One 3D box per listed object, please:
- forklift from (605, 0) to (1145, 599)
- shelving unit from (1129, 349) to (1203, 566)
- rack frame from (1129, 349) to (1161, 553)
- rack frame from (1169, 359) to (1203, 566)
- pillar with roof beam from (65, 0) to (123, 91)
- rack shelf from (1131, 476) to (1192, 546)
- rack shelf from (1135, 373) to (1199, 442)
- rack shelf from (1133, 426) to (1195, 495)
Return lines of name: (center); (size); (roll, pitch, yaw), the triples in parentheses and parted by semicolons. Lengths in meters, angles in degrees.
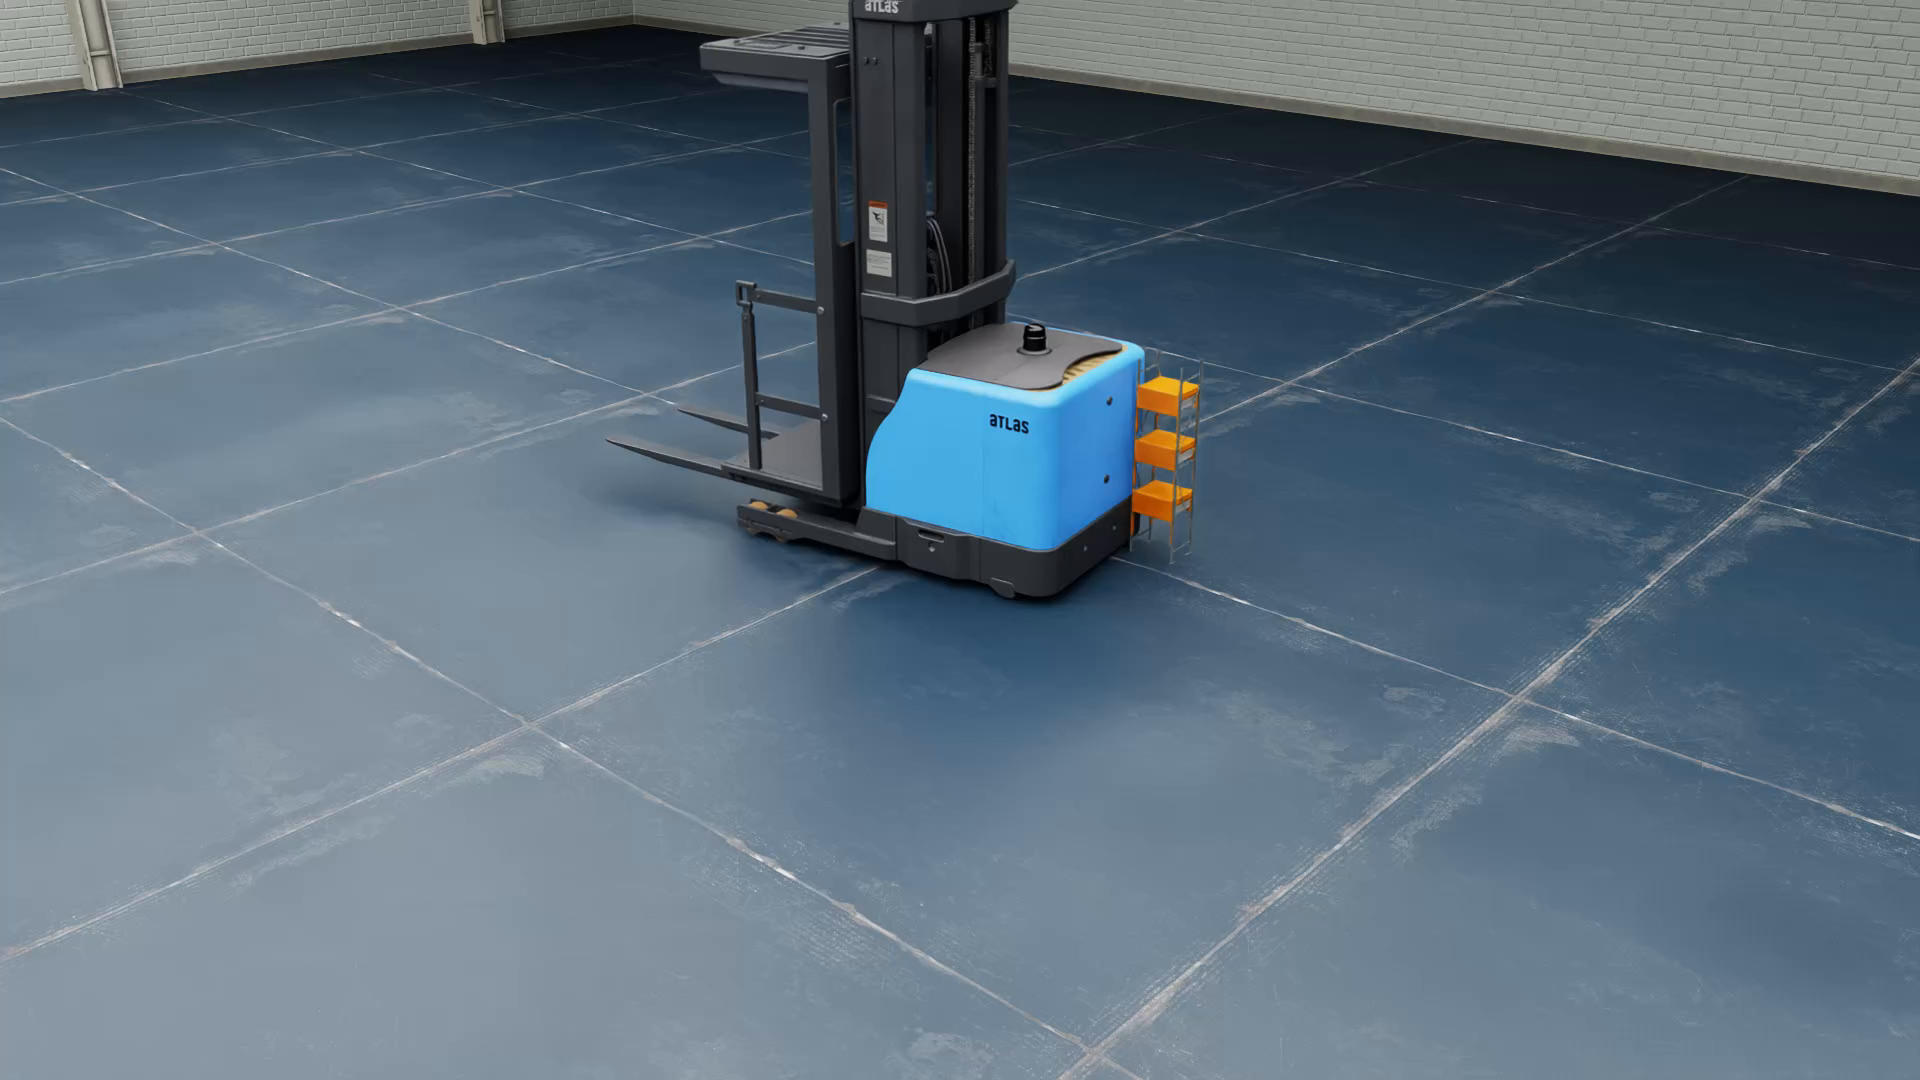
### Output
forklift: (-0.577, -1.496, 8.504); (3.031, 2.935, 1.130); (15, 28, 29)
shelving unit: (1.035, -0.412, 8.385); (0.252, 1.050, 0.215); (18, 30, 35)
rack frame: (0.939, -0.443, 8.454); (0.008, 1.050, 0.200); (18, 30, 35)
rack frame: (1.130, -0.381, 8.316); (0.008, 1.050, 0.200); (18, 30, 35)
pillar with roof beam: (-8.250, -8.981, 17.781); (9.100, 9.000, 0.400); (20, 31, 38)
rack shelf: (1.035, -0.148, 8.503); (0.240, 0.259, 0.215); (18, 30, 35)
rack shelf: (1.035, -0.661, 8.273); (0.240, 0.259, 0.215); (18, 30, 35)
rack shelf: (1.035, -0.402, 8.389); (0.240, 0.259, 0.215); (18, 30, 35)
